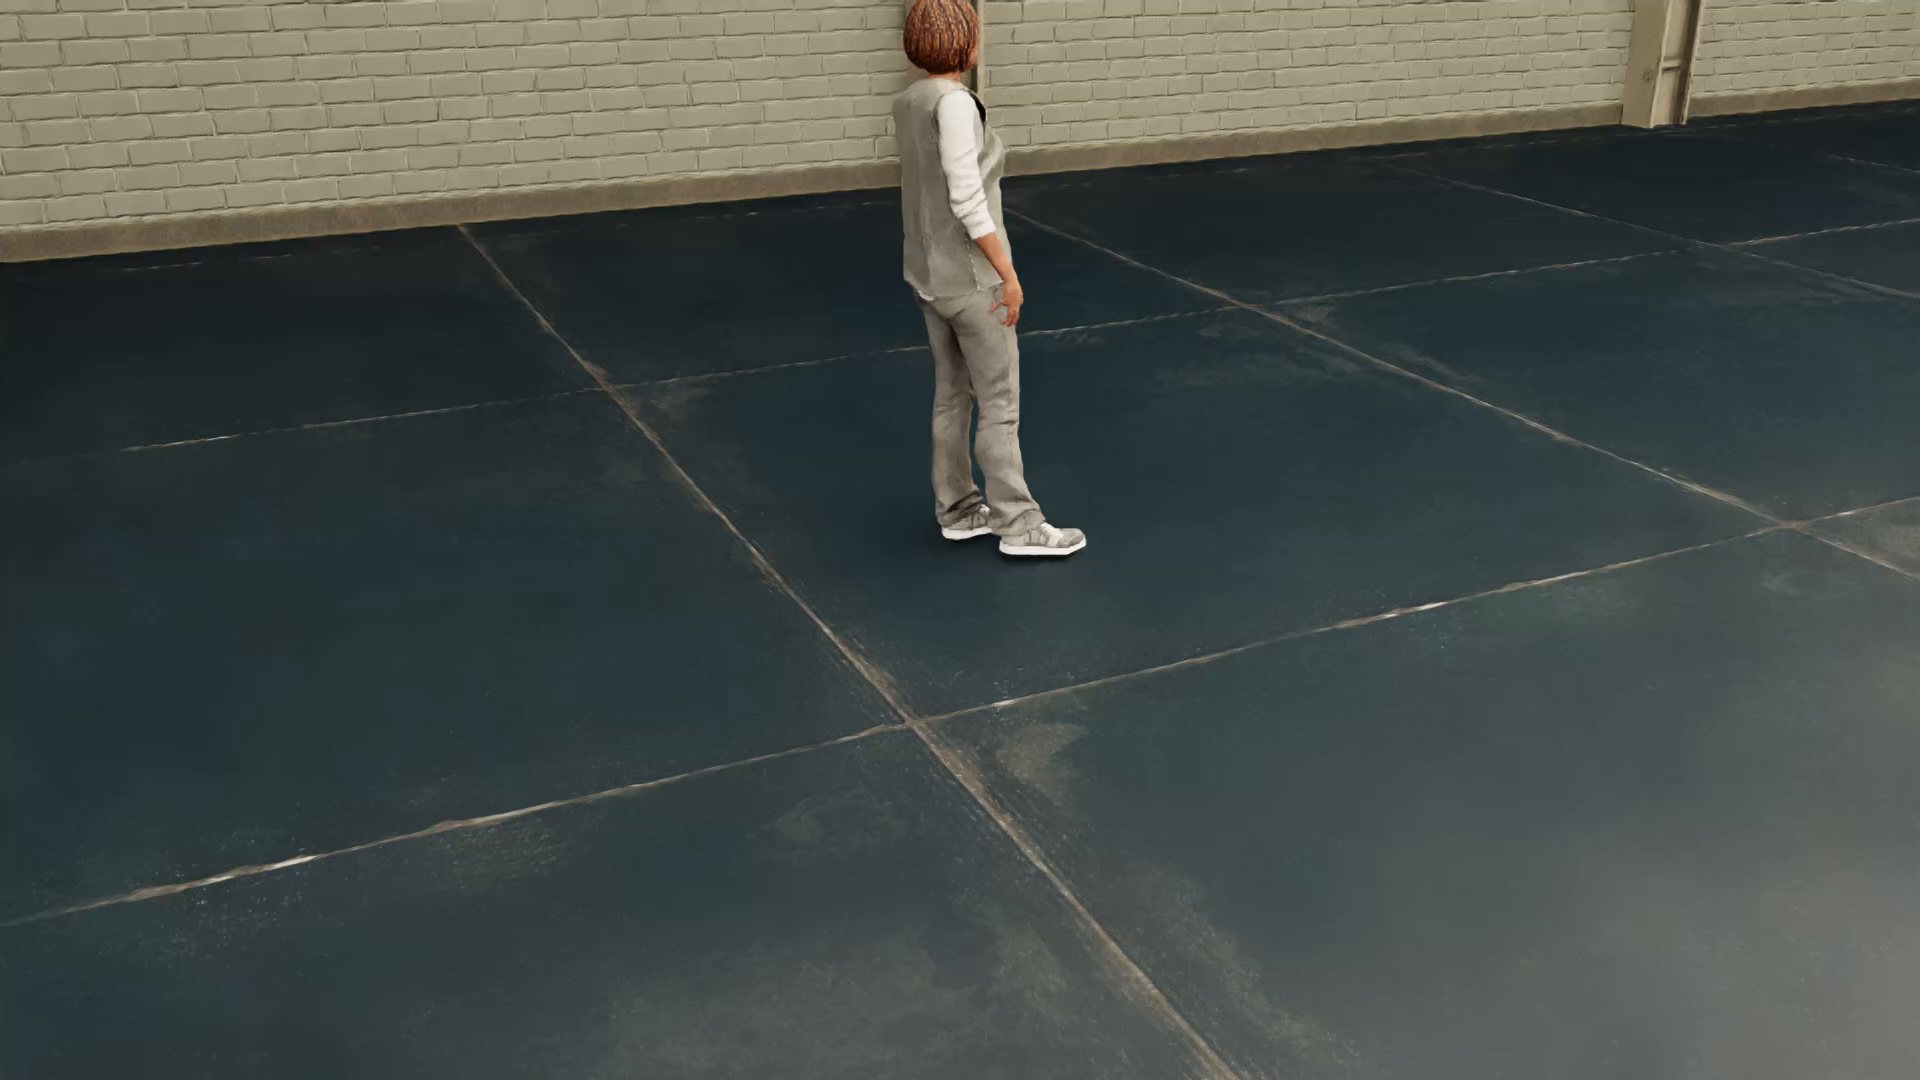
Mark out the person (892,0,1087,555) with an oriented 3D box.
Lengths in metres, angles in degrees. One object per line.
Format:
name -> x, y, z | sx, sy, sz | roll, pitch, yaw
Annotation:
person -> 0.073, -0.750, 4.816 | 0.474, 1.594, 0.521 | -10, 25, -23
